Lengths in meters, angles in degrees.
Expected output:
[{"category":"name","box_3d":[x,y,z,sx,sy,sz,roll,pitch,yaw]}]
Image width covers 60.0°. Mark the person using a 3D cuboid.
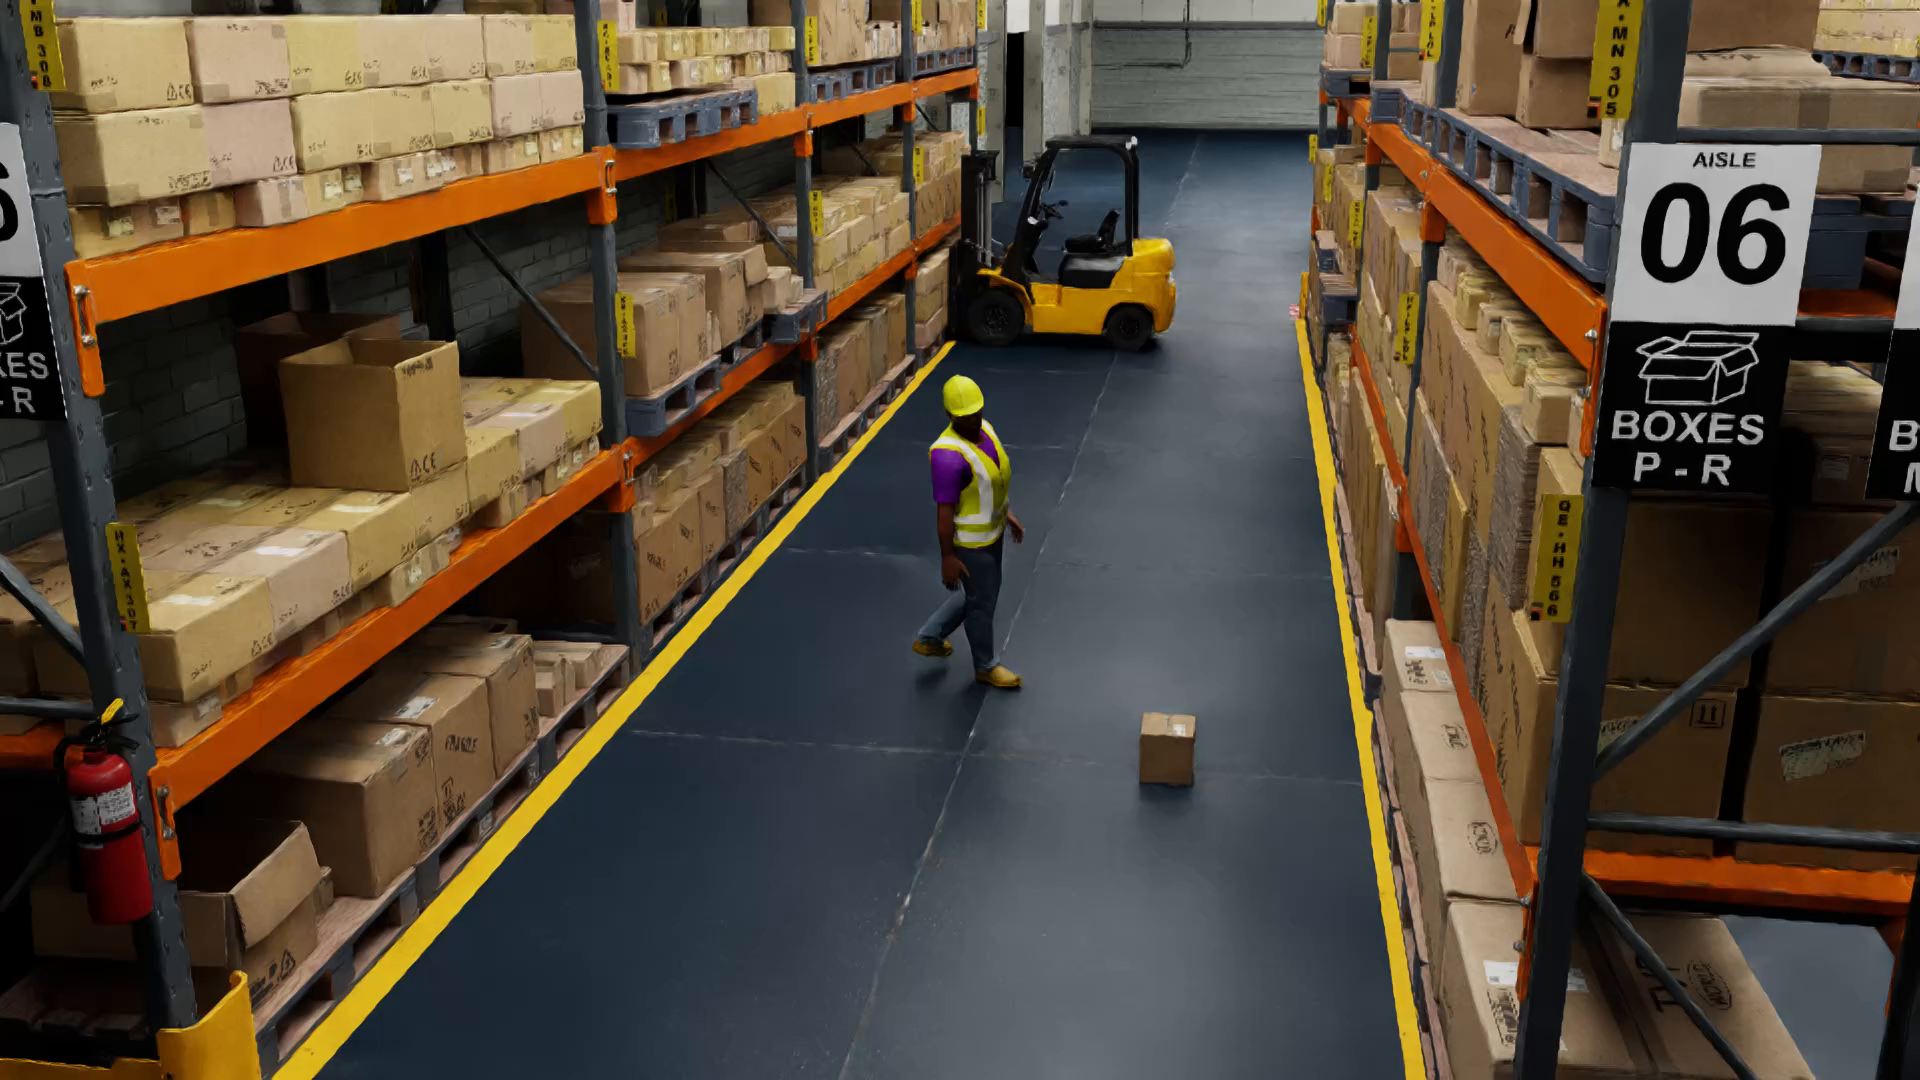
[{"category":"person","box_3d":[0.023,-0.033,8.668,0.622,1.738,0.622,4,18,13]}]
